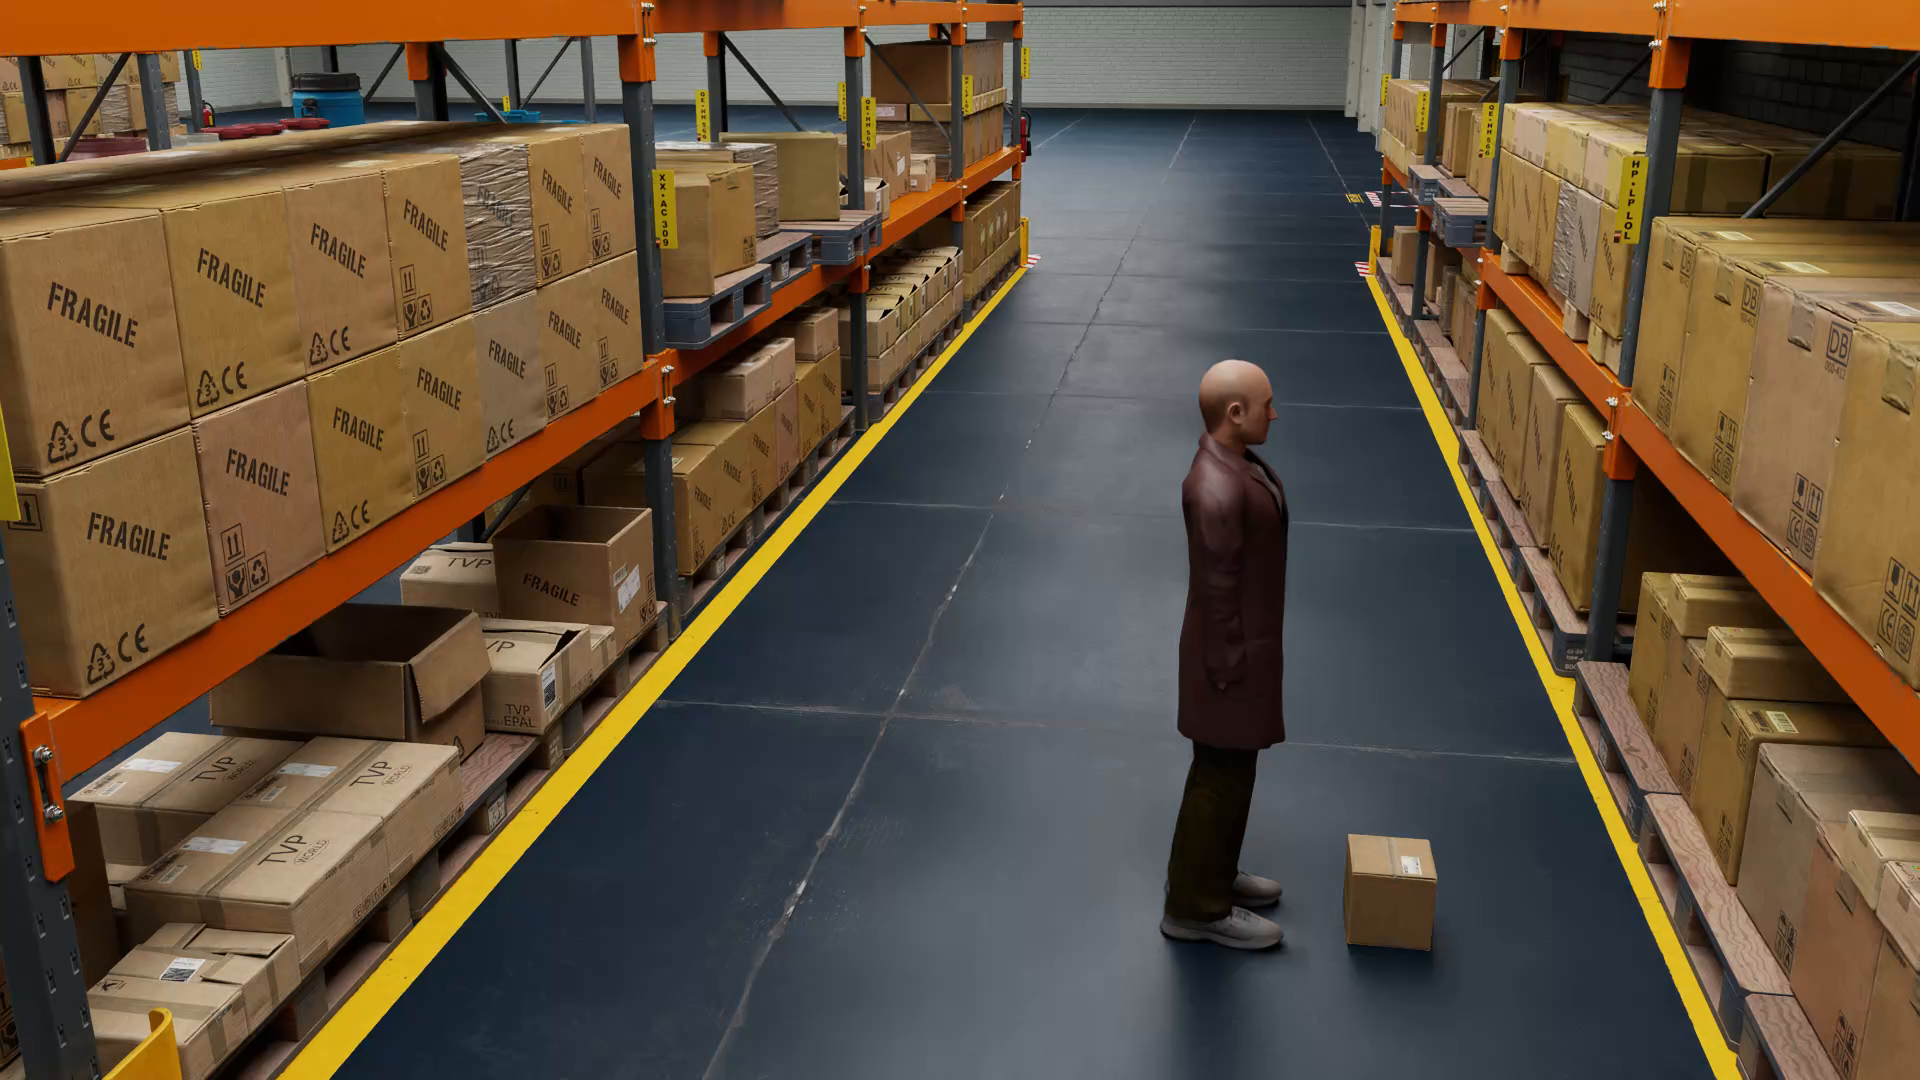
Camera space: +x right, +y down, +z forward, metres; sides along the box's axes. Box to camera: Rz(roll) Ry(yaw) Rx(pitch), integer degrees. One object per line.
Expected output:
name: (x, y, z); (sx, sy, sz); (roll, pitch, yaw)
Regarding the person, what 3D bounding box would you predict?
person: (0.833, 0.337, 5.015); (0.380, 1.779, 0.560); (3, 18, 10)
